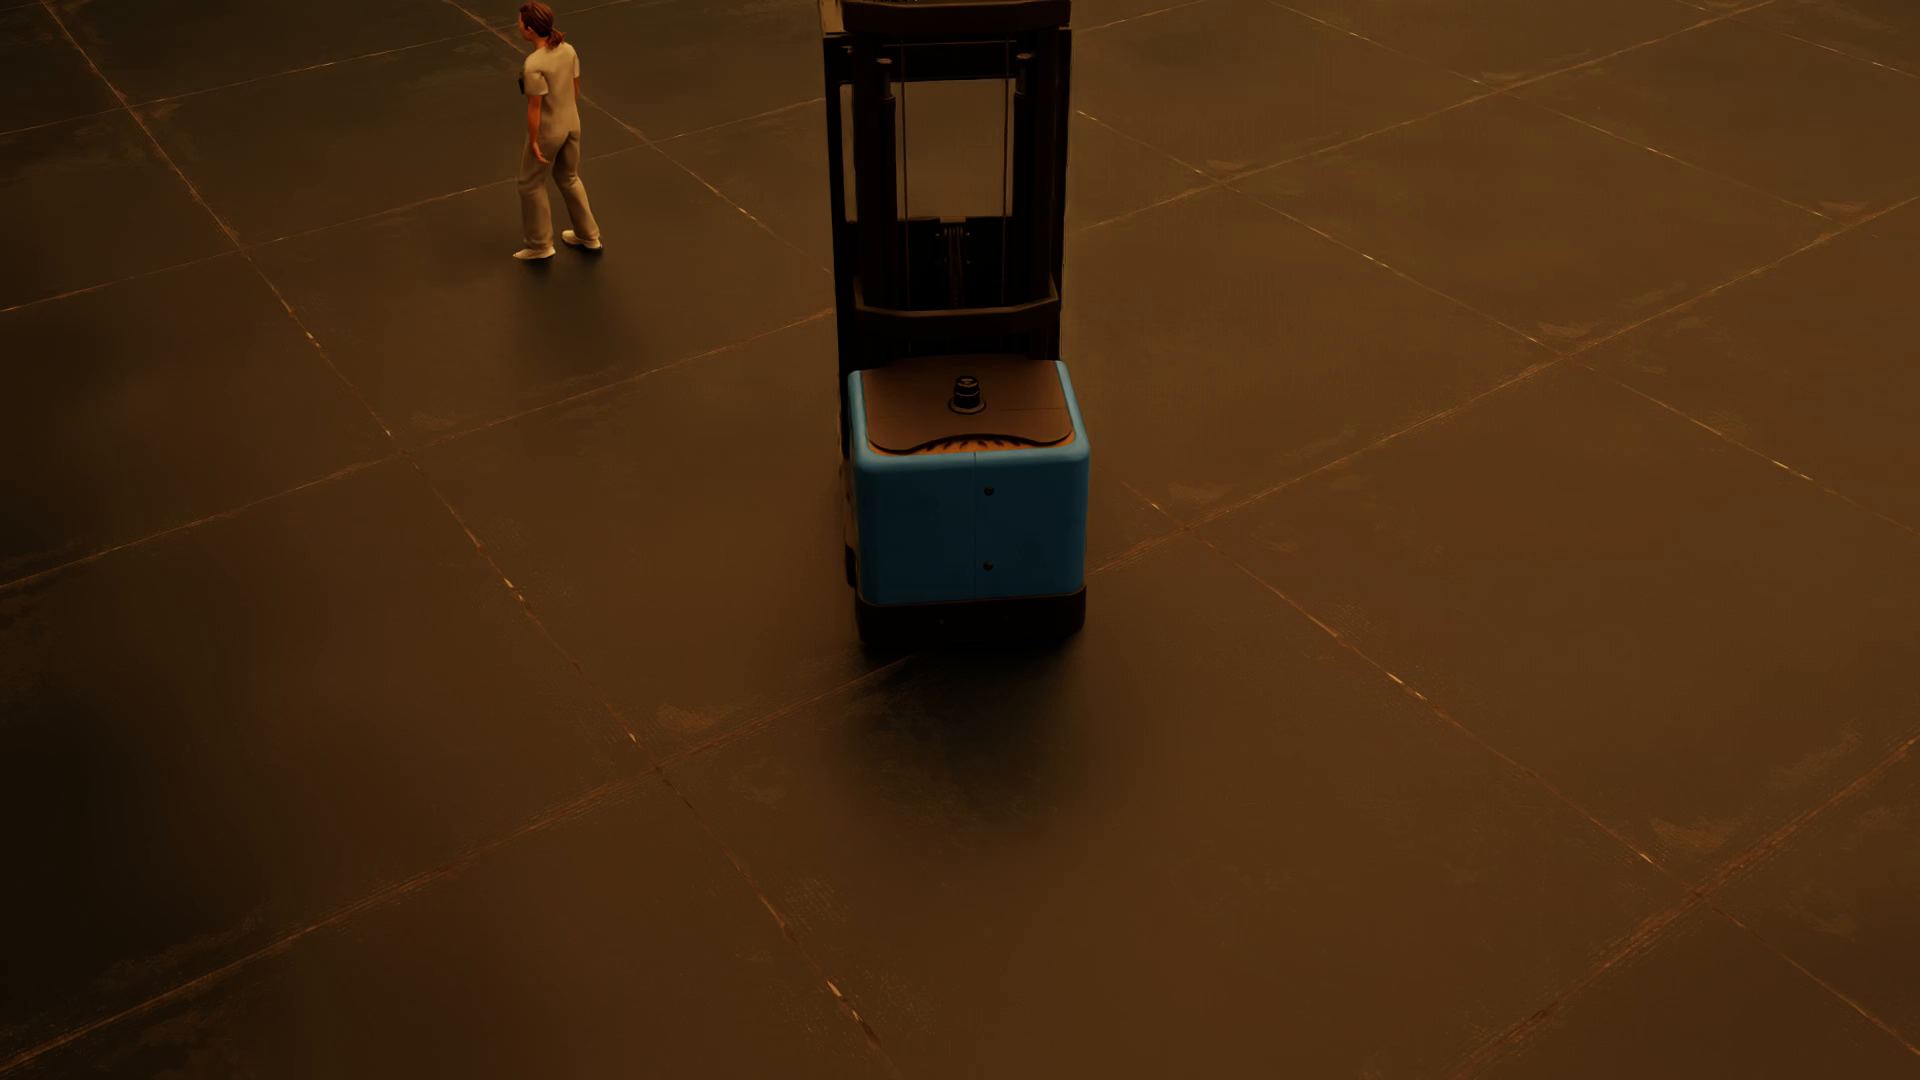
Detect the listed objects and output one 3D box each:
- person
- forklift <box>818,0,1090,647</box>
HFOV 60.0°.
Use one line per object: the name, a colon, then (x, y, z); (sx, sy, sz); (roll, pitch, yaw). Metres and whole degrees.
person: (-2.627, -2.583, 10.545); (0.506, 1.702, 0.522); (17, 40, 22)
forklift: (-0.082, -1.549, 8.039); (1.130, 2.935, 3.031); (-3, 37, -5)
